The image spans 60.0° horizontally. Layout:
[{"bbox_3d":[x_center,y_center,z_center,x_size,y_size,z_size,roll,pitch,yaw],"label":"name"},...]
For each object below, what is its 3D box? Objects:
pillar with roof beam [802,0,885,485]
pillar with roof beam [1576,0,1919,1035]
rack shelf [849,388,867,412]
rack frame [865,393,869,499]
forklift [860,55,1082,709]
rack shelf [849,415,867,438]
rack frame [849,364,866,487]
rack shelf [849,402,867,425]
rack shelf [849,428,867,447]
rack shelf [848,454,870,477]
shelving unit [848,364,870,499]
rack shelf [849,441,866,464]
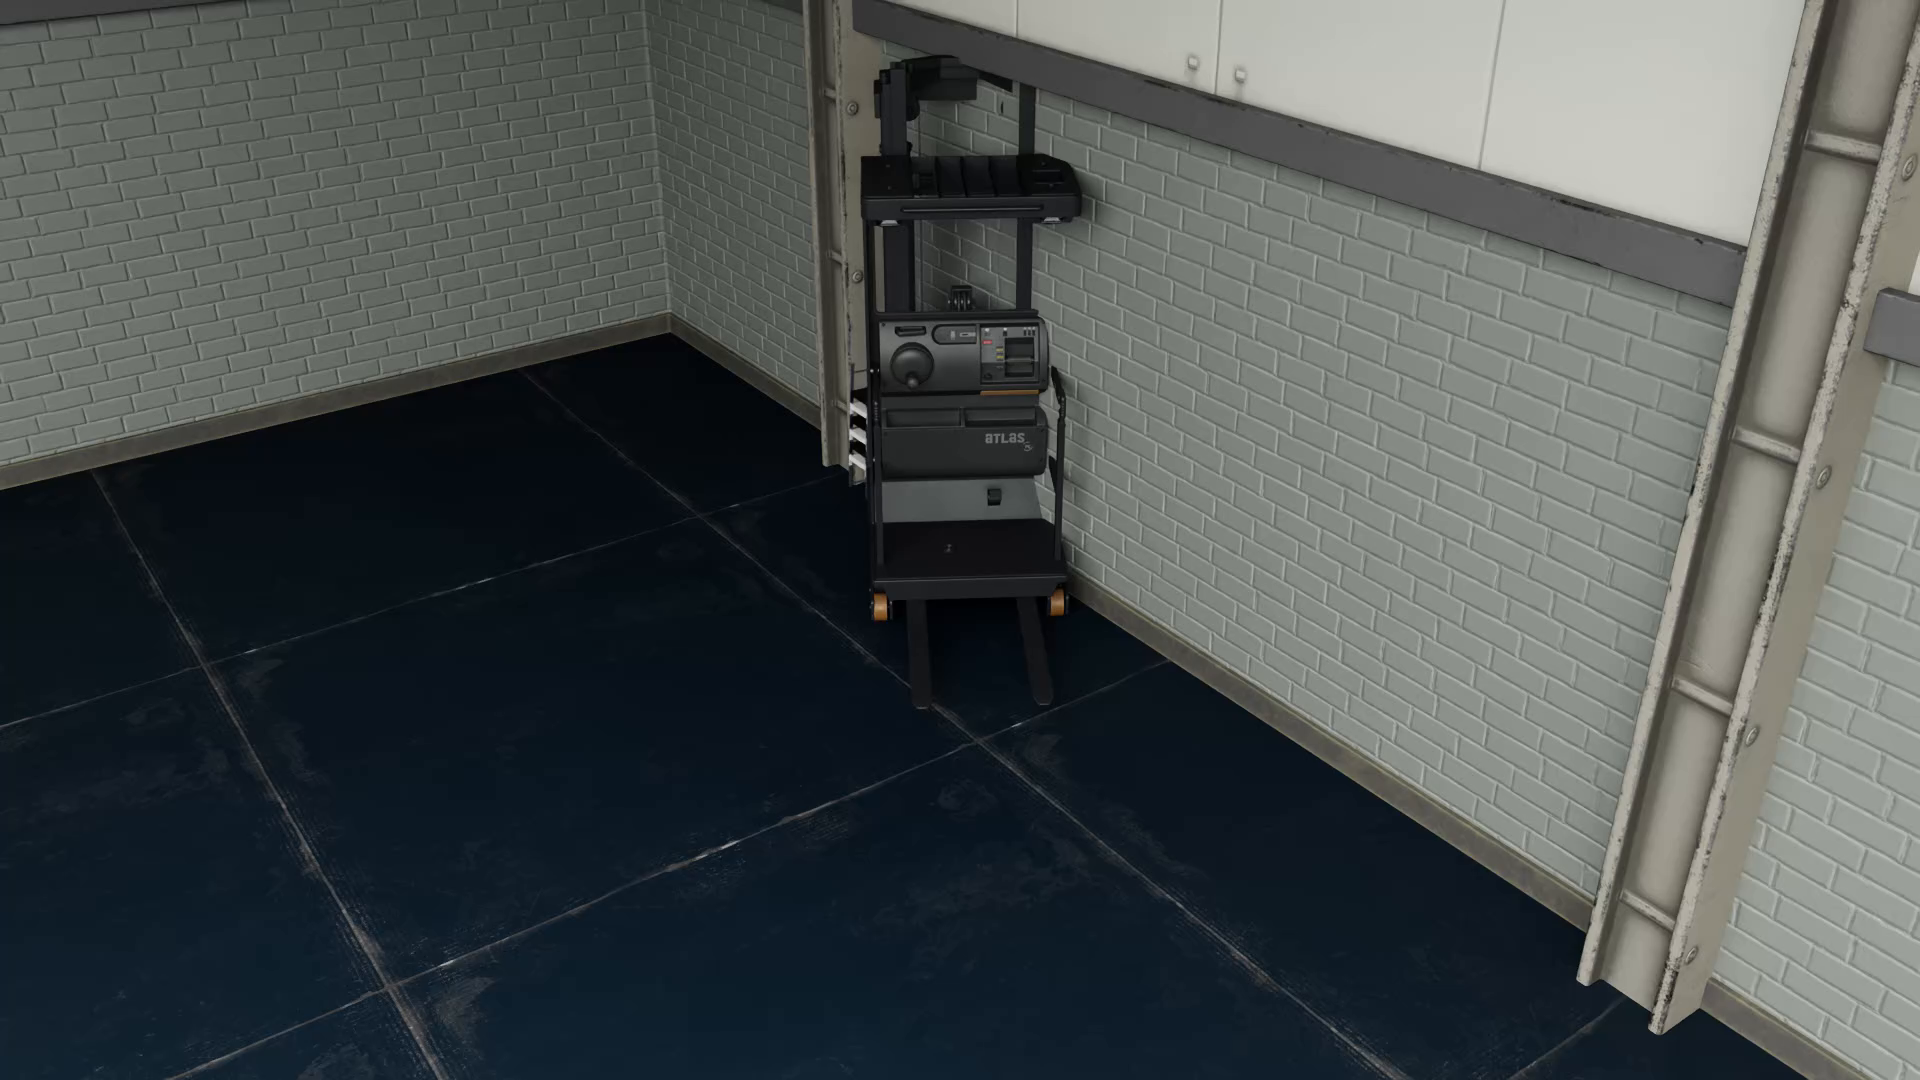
[{"bbox_3d":[-4.195,-3.241,6.789,9.100,9.000,0.400,-19,34,-31],"label":"pillar with roof beam"},{"bbox_3d":[-0.714,-0.909,2.494,9.100,9.000,0.400,-19,34,-31],"label":"pillar with roof beam"},{"bbox_3d":[-0.542,-0.908,10.586,0.258,0.077,0.200,-16,32,-32],"label":"rack shelf"},{"bbox_3d":[-0.494,-0.658,10.620,0.240,0.900,0.006,-16,32,-32],"label":"rack frame"},{"bbox_3d":[0.035,-0.988,8.998,1.130,2.935,3.031,-2,29,-3],"label":"forklift"},{"bbox_3d":[-0.550,-0.748,10.667,0.258,0.077,0.200,-16,32,-32],"label":"rack shelf"},{"bbox_3d":[-0.611,-0.738,10.766,0.240,0.900,0.006,-16,32,-32],"label":"rack frame"},{"bbox_3d":[-0.546,-0.828,10.627,0.258,0.077,0.200,-16,32,-32],"label":"rack shelf"},{"bbox_3d":[-0.554,-0.668,10.708,0.258,0.077,0.200,-16,32,-32],"label":"rack shelf"},{"bbox_3d":[-0.562,-0.508,10.790,0.258,0.077,0.200,-16,32,-32],"label":"rack shelf"},{"bbox_3d":[-0.552,-0.698,10.693,0.258,0.900,0.210,-16,32,-32],"label":"shelving unit"},{"bbox_3d":[-0.558,-0.588,10.749,0.258,0.077,0.200,-16,32,-32],"label":"rack shelf"}]
